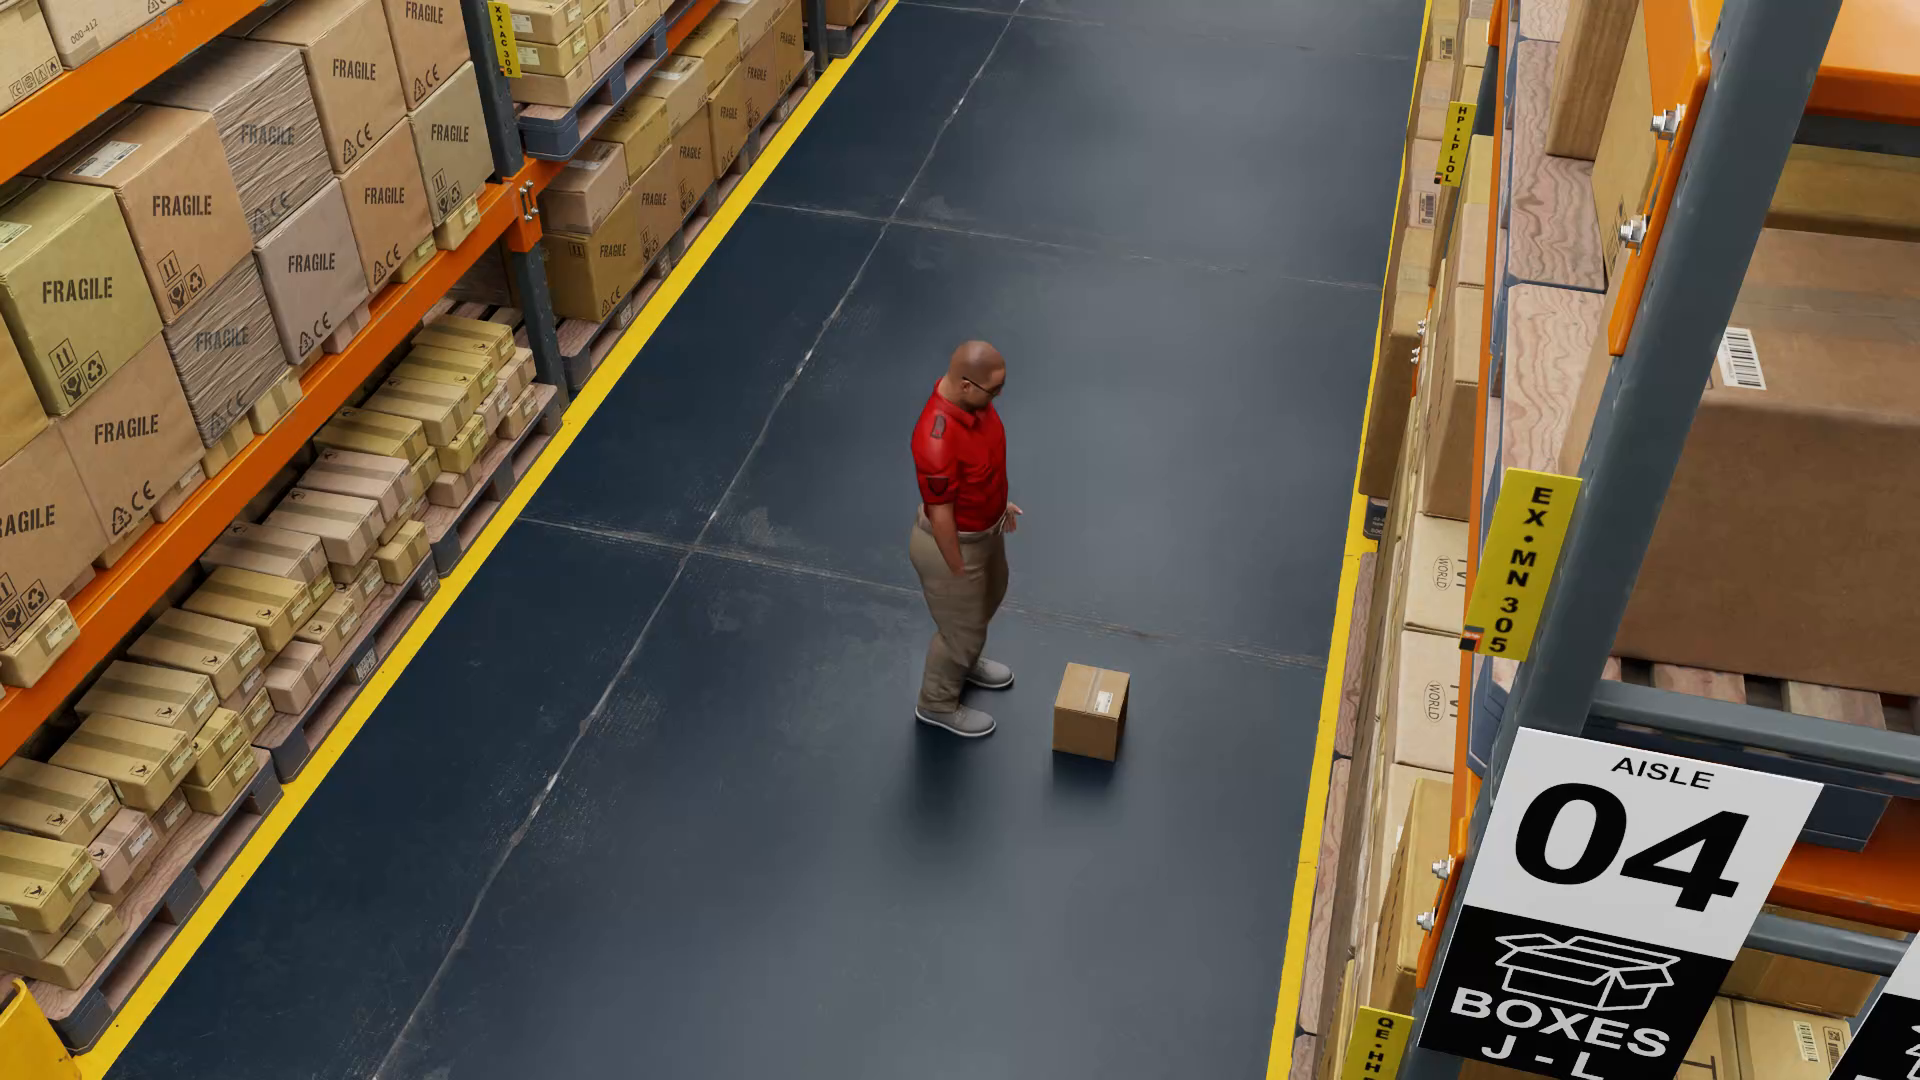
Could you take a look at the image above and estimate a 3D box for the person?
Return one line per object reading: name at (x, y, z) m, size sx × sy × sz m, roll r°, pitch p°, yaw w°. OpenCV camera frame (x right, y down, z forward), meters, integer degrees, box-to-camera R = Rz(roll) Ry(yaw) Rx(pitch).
person at (0.016, -0.023, 6.219) m, size 0.359 × 1.714 × 0.538 m, roll 11°, pitch 42°, yaw 12°
